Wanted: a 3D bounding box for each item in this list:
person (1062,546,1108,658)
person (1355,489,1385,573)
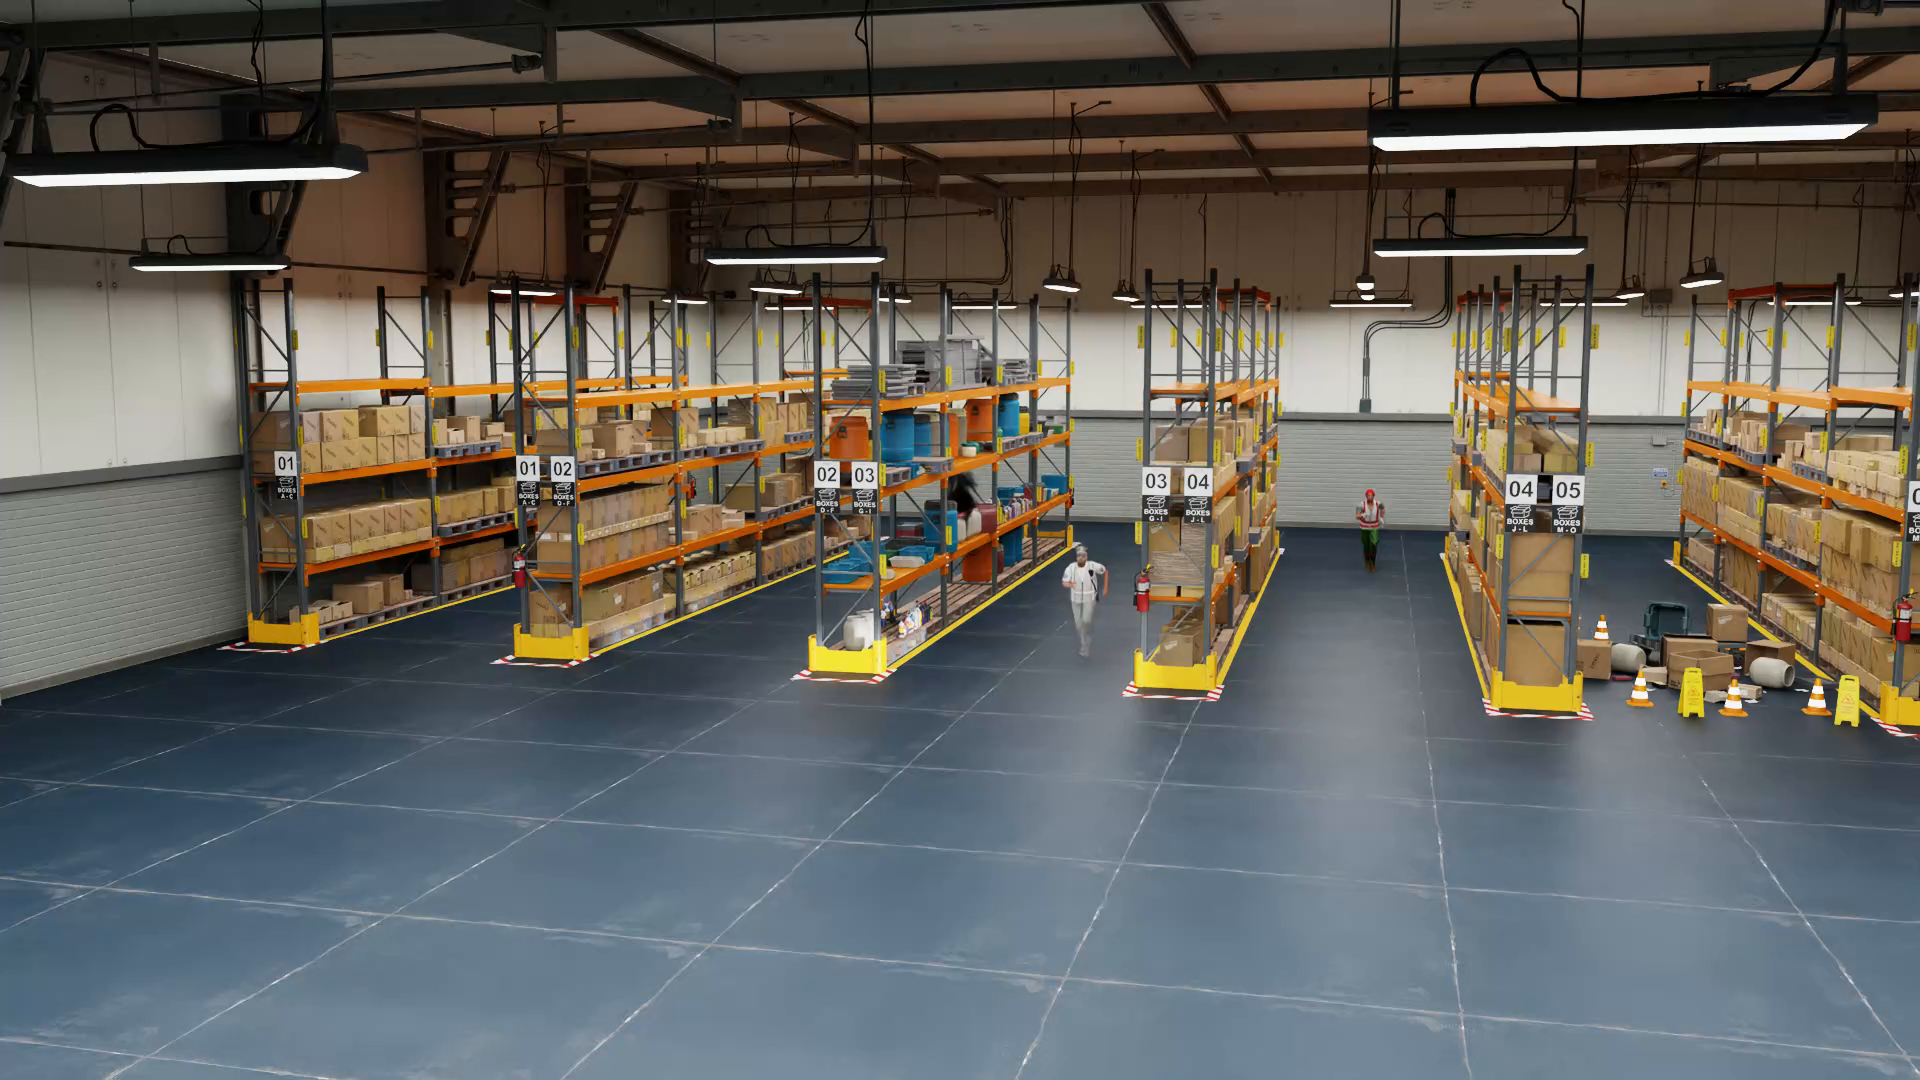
[{"bbox_3d":[1.973,0.969,26.363,0.693,1.776,0.831,2,7,15],"label":"person"},{"bbox_3d":[8.888,-0.199,36.089,0.616,1.846,0.846,2,7,13],"label":"person"}]
